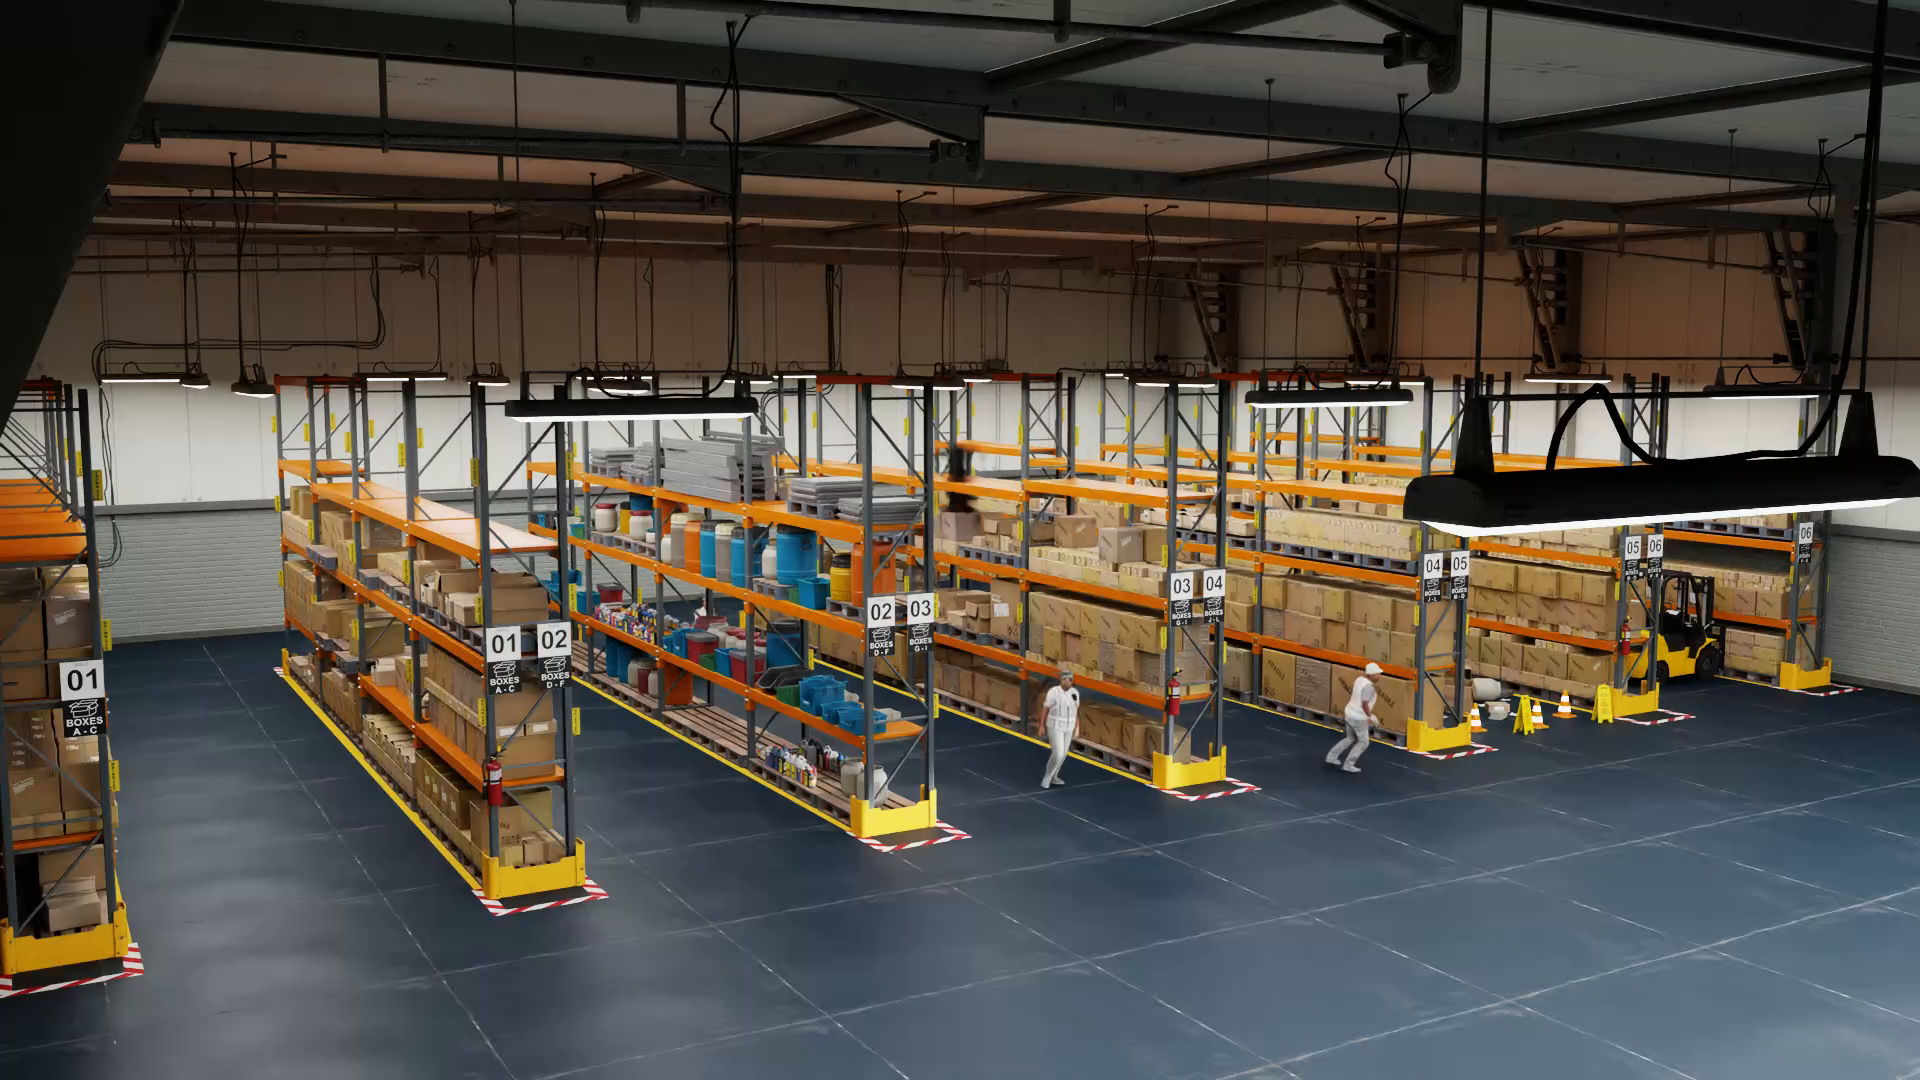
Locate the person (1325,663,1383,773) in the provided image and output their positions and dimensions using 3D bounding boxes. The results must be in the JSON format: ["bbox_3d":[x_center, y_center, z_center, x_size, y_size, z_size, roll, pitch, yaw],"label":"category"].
[{"bbox_3d":[6.032,2.713,25.383,0.794,1.707,0.657,0,6,-2],"label":"person"}]

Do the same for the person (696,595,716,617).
[{"bbox_3d":[-4.991,1.907,32.778,0.570,1.745,0.816,-5,8,-40],"label":"person"}]

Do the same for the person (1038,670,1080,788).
[{"bbox_3d":[1.470,2.768,24.548,0.624,1.737,0.546,-4,7,-30],"label":"person"}]
